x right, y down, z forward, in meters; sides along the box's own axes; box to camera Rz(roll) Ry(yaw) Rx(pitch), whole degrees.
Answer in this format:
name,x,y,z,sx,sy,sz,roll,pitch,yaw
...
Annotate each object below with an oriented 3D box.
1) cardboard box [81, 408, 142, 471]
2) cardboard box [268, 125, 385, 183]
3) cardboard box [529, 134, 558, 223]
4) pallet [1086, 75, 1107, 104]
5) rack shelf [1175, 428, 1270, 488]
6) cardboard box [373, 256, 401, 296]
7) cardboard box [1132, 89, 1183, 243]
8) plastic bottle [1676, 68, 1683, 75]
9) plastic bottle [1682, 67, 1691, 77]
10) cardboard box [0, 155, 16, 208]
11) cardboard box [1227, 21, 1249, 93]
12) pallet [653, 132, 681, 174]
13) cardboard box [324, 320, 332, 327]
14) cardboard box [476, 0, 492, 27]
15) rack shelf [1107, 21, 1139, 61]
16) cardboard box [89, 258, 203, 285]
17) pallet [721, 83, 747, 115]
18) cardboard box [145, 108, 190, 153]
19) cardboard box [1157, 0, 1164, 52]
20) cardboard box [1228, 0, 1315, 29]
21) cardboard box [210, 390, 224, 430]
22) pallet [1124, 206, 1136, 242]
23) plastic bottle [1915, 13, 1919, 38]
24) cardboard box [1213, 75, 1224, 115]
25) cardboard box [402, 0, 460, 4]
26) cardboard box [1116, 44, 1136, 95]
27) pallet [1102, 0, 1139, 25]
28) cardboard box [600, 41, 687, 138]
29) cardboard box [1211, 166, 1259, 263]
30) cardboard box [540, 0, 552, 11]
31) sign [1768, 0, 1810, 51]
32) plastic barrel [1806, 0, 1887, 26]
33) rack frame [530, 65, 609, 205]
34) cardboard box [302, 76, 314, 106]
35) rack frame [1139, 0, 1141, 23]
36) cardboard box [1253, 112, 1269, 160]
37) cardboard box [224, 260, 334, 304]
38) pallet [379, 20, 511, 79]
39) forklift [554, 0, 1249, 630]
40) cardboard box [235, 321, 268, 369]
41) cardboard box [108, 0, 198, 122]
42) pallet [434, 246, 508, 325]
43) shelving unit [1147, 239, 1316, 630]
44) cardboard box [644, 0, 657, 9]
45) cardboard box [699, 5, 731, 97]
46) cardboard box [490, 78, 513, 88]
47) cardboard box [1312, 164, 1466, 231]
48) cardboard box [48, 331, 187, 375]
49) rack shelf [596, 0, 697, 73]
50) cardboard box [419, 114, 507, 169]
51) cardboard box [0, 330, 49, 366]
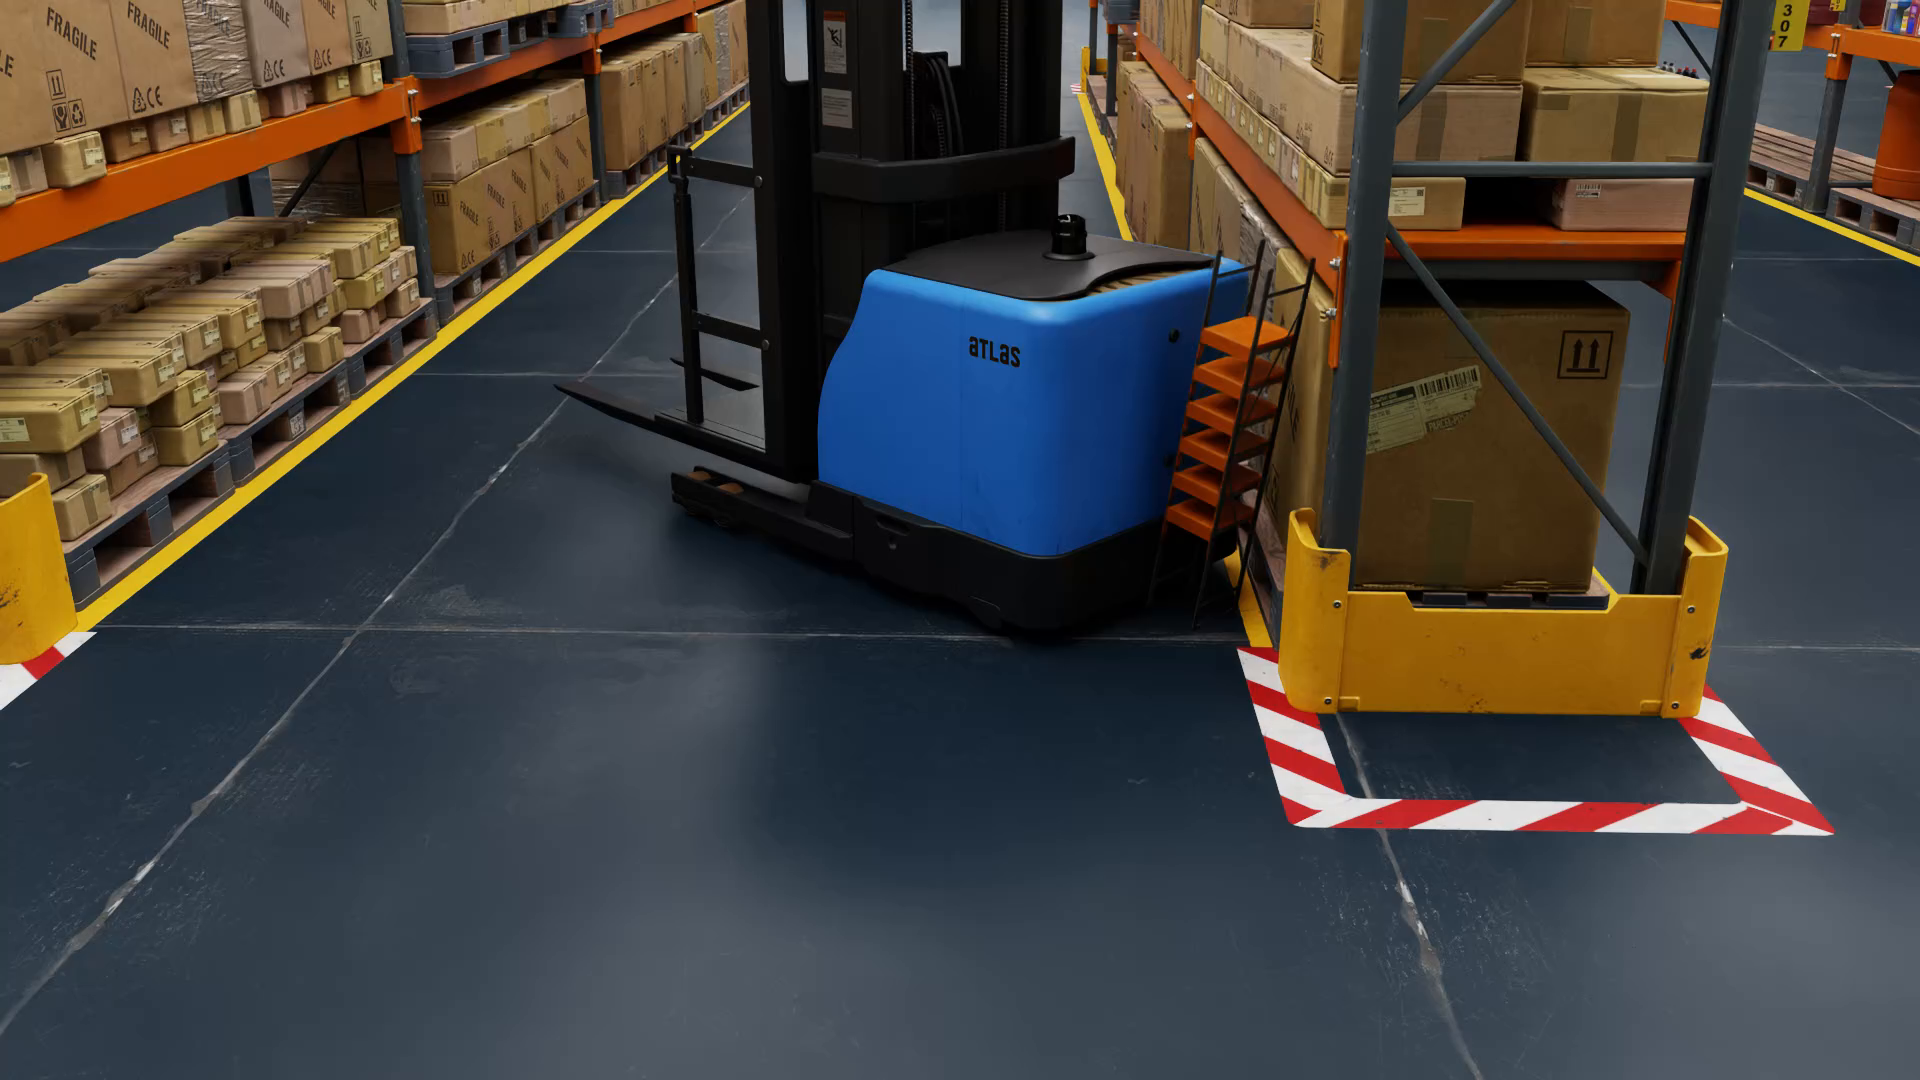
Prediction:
name,x,y,z,sx,sy,sz,roll,pitch,yaw
cardboard box,-3.076,-0.350,5.732,0.380,0.149,0.250,1,21,1
cardboard box,-3.522,-2.158,9.281,0.500,0.250,0.500,0,21,0
cardboard box,-2.948,-2.362,10.845,0.500,0.500,0.500,0,21,-1
pallet,1.966,-5.132,18.964,1.003,0.211,1.213,1,21,2
rack shelf,0.823,-0.271,5.166,0.180,0.103,0.258,30,35,36
cardboard box,-2.979,-1.295,8.170,0.380,0.149,0.250,0,21,-1
cardboard box,1.689,-2.174,9.843,1.225,0.875,0.875,0,21,0
plastic bottle,7.152,-4.511,16.563,0.144,0.351,0.185,1,21,2
plastic bottle,7.302,-4.578,16.735,0.144,0.351,0.185,0,21,-1
cardboard box,-3.076,-1.056,4.950,0.380,0.149,0.250,0,21,1
cardboard box,1.357,-1.949,6.701,0.500,0.250,0.500,1,21,3
pallet,-3.031,-3.376,14.438,1.003,0.211,1.213,1,21,2
cardboard box,-3.127,-0.943,7.674,0.380,0.149,0.250,0,21,0
cardboard box,-2.806,-2.912,9.154,0.380,0.149,0.250,1,21,2
rack shelf,1.845,-4.248,13.826,1.077,0.370,4.000,1,21,2
cardboard box,-3.610,-1.151,7.386,0.380,0.149,0.250,1,21,3
pallet,-2.913,-4.814,18.145,1.003,0.211,1.213,1,21,2
cardboard box,-3.108,-1.527,6.164,0.380,0.149,0.250,0,21,1
cardboard box,1.455,-3.182,9.945,0.500,0.500,0.500,1,21,2
cardboard box,1.359,-2.296,6.559,0.500,0.500,0.500,0,21,0
cardboard box,-3.121,-0.482,6.484,0.380,0.149,0.250,1,21,2
pallet,1.685,-2.276,11.604,1.003,0.211,1.213,1,21,2
plastic bottle,6.385,-3.428,10.889,0.152,0.276,0.135,1,21,2
cardboard box,1.300,-1.909,7.148,0.380,0.149,0.250,0,21,0
cardboard box,-2.820,-2.860,8.609,0.380,0.149,0.250,1,21,2
cardboard box,1.909,-4.914,17.422,0.500,0.500,0.500,-1,21,-3
pallet,1.700,-4.030,12.534,1.213,0.211,1.003,1,21,2
cardboard box,-3.010,-3.971,14.645,1.050,0.750,0.750,1,21,2
cardboard box,1.536,-1.056,6.962,0.875,0.875,0.875,1,21,2
cardboard box,-2.770,-3.383,10.368,0.380,0.149,0.250,1,21,3
sign,2.096,-1.400,4.185,0.100,0.325,0.005,1,21,2
plastic barrel,6.447,-4.041,12.108,0.600,0.536,0.708,1,21,2
rack frame,-3.170,-3.952,12.067,1.000,3.000,0.127,1,21,2
cardboard box,-3.109,-2.000,7.383,0.380,0.149,0.250,0,21,0
rack frame,1.785,-3.861,11.832,1.000,3.000,0.127,1,21,2
cardboard box,1.260,-1.446,5.957,0.380,0.149,0.250,1,21,2
cardboard box,-3.013,-1.143,7.367,0.380,0.149,0.250,0,21,-1
pallet,-3.123,-2.691,9.082,1.003,0.211,1.213,1,21,2
forklift,-0.441,-1.527,5.912,1.130,2.935,3.031,-20,29,-41
cardboard box,-3.143,-0.824,6.954,0.380,0.149,0.250,2,21,4
cardboard box,-3.105,-1.775,5.906,0.500,0.500,0.500,1,21,2
pallet,-3.269,-1.487,9.569,1.003,0.211,1.213,1,21,2
shelving unit,0.828,-0.310,5.145,0.189,1.200,0.258,30,35,36
cardboard box,-2.841,-4.704,13.867,0.500,0.500,0.500,0,21,1
cardboard box,-2.936,-5.156,17.527,0.875,0.875,0.875,1,21,2
cardboard box,-3.433,-3.085,11.672,0.500,0.250,0.500,0,21,-1
cardboard box,1.223,-0.983,4.764,0.380,0.149,0.250,1,21,3
cardboard box,-3.109,-0.670,6.148,0.380,0.149,0.250,0,21,-1
rack shelf,-3.109,-4.339,14.061,1.077,0.370,4.000,1,21,2
cardboard box,-2.991,-2.342,9.757,0.500,0.250,0.500,1,21,3
cardboard box,-3.633,-0.676,6.162,0.380,0.149,0.250,0,21,-1
